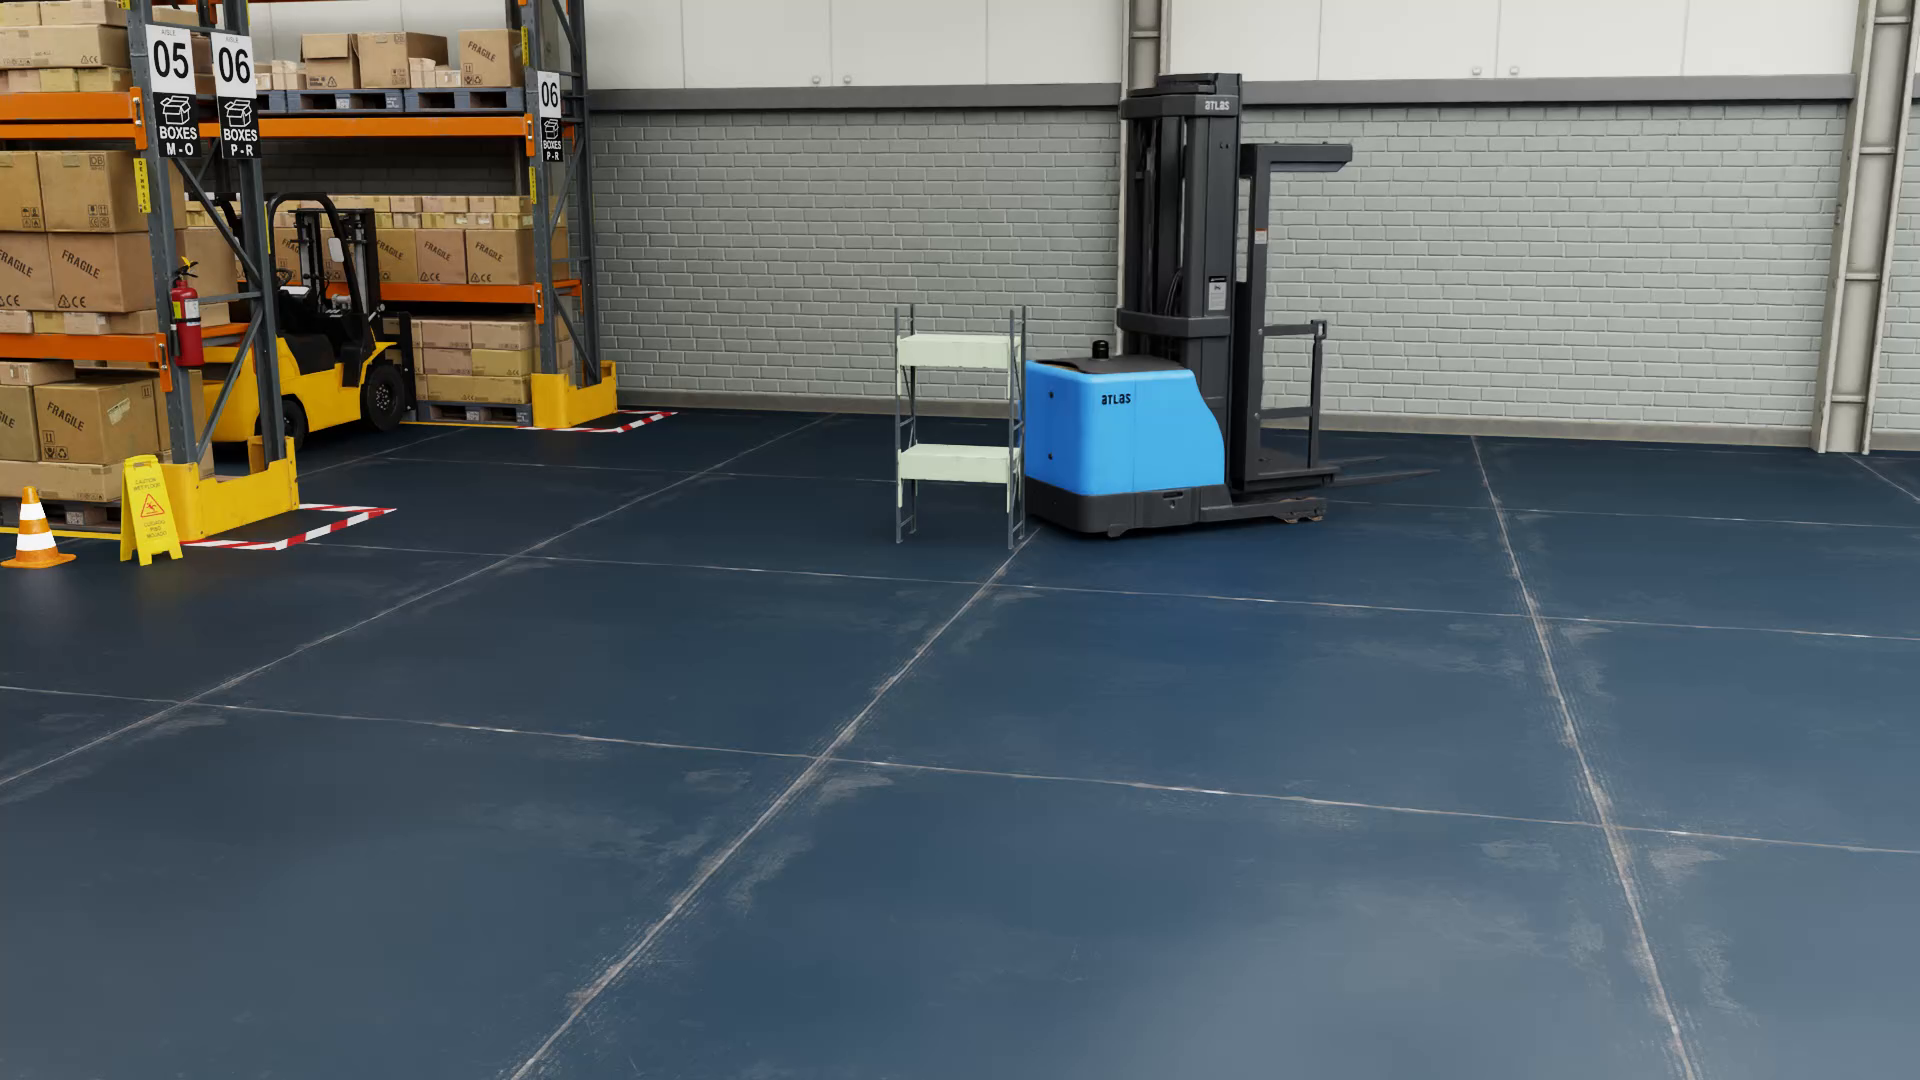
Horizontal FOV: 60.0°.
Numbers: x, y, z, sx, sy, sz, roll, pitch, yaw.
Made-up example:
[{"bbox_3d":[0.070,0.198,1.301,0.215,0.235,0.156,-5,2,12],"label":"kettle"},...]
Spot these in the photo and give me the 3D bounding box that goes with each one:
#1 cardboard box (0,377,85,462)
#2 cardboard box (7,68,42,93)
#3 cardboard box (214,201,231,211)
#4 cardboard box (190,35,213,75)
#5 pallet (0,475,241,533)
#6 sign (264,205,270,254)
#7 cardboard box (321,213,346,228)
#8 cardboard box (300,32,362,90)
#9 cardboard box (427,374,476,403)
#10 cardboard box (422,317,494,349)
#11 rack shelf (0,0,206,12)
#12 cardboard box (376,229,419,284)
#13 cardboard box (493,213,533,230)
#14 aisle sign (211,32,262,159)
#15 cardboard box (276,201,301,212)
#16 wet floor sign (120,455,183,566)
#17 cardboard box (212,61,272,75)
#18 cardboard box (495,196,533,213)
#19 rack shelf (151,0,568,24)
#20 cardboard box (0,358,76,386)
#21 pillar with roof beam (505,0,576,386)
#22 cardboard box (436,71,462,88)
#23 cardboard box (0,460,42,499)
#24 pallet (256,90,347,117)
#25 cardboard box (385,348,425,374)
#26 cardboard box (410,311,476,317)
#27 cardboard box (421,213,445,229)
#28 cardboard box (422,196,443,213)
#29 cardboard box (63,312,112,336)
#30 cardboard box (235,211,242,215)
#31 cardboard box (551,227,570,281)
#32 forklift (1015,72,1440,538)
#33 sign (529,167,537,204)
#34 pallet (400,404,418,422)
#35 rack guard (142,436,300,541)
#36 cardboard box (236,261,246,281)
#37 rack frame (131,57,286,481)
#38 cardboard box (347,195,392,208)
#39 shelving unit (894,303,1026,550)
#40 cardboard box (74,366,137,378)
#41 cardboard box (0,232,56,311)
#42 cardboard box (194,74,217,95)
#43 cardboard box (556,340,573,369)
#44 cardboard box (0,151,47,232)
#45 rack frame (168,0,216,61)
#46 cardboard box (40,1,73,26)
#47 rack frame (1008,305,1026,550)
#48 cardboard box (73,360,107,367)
[{"bbox_3d":[-6.234,-0.822,11.161,0.500,0.500,0.500,4,13,16],"label":"cardboard box"},{"bbox_3d":[-5.799,-2.909,10.573,0.250,0.149,0.380,3,13,15],"label":"cardboard box"},{"bbox_3d":[-7.066,-3.273,16.144,0.250,0.149,0.380,3,13,14],"label":"cardboard box"},{"bbox_3d":[-5.311,-3.199,10.960,0.500,0.250,0.500,3,13,13],"label":"cardboard box"},{"bbox_3d":[-5.741,-0.272,11.474,1.213,0.211,1.003,3,13,14],"label":"pallet"},{"bbox_3d":[-4.757,-2.117,11.351,0.005,0.325,0.100,3,13,14],"label":"sign"},{"bbox_3d":[-5.841,-3.041,15.787,0.250,0.149,0.380,3,13,12],"label":"cardboard box"},{"bbox_3d":[-5.718,-4.477,15.624,0.637,0.503,0.797,3,13,15],"label":"cardboard box"},{"bbox_3d":[-4.713,-1.473,15.825,0.500,0.250,0.500,3,13,14],"label":"cardboard box"},{"bbox_3d":[-4.720,-1.959,15.706,0.500,0.250,0.500,3,13,15],"label":"cardboard box"},{"bbox_3d":[-9.526,-5.318,16.511,4.000,0.370,1.077,3,13,14],"label":"rack shelf"},{"bbox_3d":[-5.241,-2.699,15.742,0.500,0.500,0.500,3,13,12],"label":"cardboard box"},{"bbox_3d":[-4.105,-2.949,15.371,0.250,0.149,0.380,3,13,14],"label":"cardboard box"},{"bbox_3d":[-4.752,-2.911,10.929,0.004,0.787,0.394,3,13,14],"label":"aisle sign"},{"bbox_3d":[-6.337,-3.215,15.884,0.250,0.149,0.380,3,13,13],"label":"cardboard box"},{"bbox_3d":[-4.958,-0.196,10.127,0.232,0.644,0.267,8,15,33],"label":"wet floor sign"},{"bbox_3d":[-6.835,-4.412,15.775,0.500,0.311,0.500,3,13,15],"label":"cardboard box"},{"bbox_3d":[-4.099,-3.109,15.407,0.250,0.149,0.380,3,13,14],"label":"cardboard box"},{"bbox_3d":[-5.643,-5.110,15.576,4.000,0.370,1.077,3,13,14],"label":"rack shelf"},{"bbox_3d":[-6.099,-1.117,10.994,0.250,0.149,0.380,3,13,15],"label":"cardboard box"},{"bbox_3d":[-5.192,-4.873,11.923,0.400,9.000,9.100,3,13,14],"label":"pillar with roof beam"},{"bbox_3d":[-4.578,-4.199,15.188,0.250,0.149,0.380,3,13,12],"label":"cardboard box"},{"bbox_3d":[-6.237,-0.457,11.246,0.500,0.250,0.500,3,13,14],"label":"cardboard box"},{"bbox_3d":[-6.750,-4.214,16.082,1.213,0.211,1.003,3,13,14],"label":"pallet"},{"bbox_3d":[-5.239,-1.741,15.881,0.500,0.250,0.500,3,13,12],"label":"cardboard box"},{"bbox_3d":[-5.091,-2.093,16.313,0.500,0.250,0.500,3,13,13],"label":"cardboard box"},{"bbox_3d":[-4.835,-2.997,15.590,0.250,0.149,0.380,3,13,13],"label":"cardboard box"},{"bbox_3d":[-4.830,-3.152,15.600,0.250,0.149,0.380,3,13,14],"label":"cardboard box"},{"bbox_3d":[-5.573,-1.422,10.797,0.250,0.149,0.380,3,13,13],"label":"cardboard box"},{"bbox_3d":[-6.826,-3.105,16.074,0.250,0.149,0.380,3,13,13],"label":"cardboard box"},{"bbox_3d":[-4.115,-2.757,16.005,0.500,0.500,0.500,3,13,15],"label":"cardboard box"},{"bbox_3d":[1.939,-1.639,11.355,3.031,2.935,1.130,-6,14,-24],"label":"forklift"},{"bbox_3d":[-3.844,-3.192,14.974,0.005,0.325,0.100,3,13,14],"label":"sign"},{"bbox_3d":[-5.634,-1.358,16.365,1.213,0.211,1.003,3,13,14],"label":"pallet"},{"bbox_3d":[-4.960,-0.364,11.219,0.348,0.500,1.175,3,13,14],"label":"rack guard"},{"bbox_3d":[-6.706,-2.779,16.104,0.500,0.500,0.500,3,13,15],"label":"cardboard box"},{"bbox_3d":[-4.886,-1.580,10.931,0.127,3.000,1.000,3,13,14],"label":"rack frame"},{"bbox_3d":[-5.590,-3.188,15.760,0.250,0.149,0.380,3,13,14],"label":"cardboard box"},{"bbox_3d":[0.006,-0.732,10.570,0.755,1.500,0.431,3,13,14],"label":"shelving unit"},{"bbox_3d":[-6.135,-0.936,11.676,0.500,0.500,0.500,3,13,11],"label":"cardboard box"},{"bbox_3d":[-5.964,-1.771,10.875,0.500,0.500,0.500,3,13,14],"label":"cardboard box"},{"bbox_3d":[-5.131,-3.007,11.019,0.250,0.149,0.380,3,13,14],"label":"cardboard box"},{"bbox_3d":[-4.108,-1.799,16.141,0.500,0.250,0.500,3,13,15],"label":"cardboard box"},{"bbox_3d":[-5.924,-2.271,10.818,0.500,0.500,0.700,3,13,14],"label":"cardboard box"},{"bbox_3d":[-7.584,-5.761,15.922,0.127,3.000,1.000,3,13,14],"label":"rack frame"},{"bbox_3d":[-5.527,-3.288,10.443,0.250,0.149,0.380,3,13,15],"label":"cardboard box"},{"bbox_3d":[0.362,-0.713,10.484,0.023,1.500,0.400,3,13,14],"label":"rack frame"},{"bbox_3d":[-8.845,-1.944,17.084,0.625,0.625,0.875,3,13,13],"label":"cardboard box"}]
